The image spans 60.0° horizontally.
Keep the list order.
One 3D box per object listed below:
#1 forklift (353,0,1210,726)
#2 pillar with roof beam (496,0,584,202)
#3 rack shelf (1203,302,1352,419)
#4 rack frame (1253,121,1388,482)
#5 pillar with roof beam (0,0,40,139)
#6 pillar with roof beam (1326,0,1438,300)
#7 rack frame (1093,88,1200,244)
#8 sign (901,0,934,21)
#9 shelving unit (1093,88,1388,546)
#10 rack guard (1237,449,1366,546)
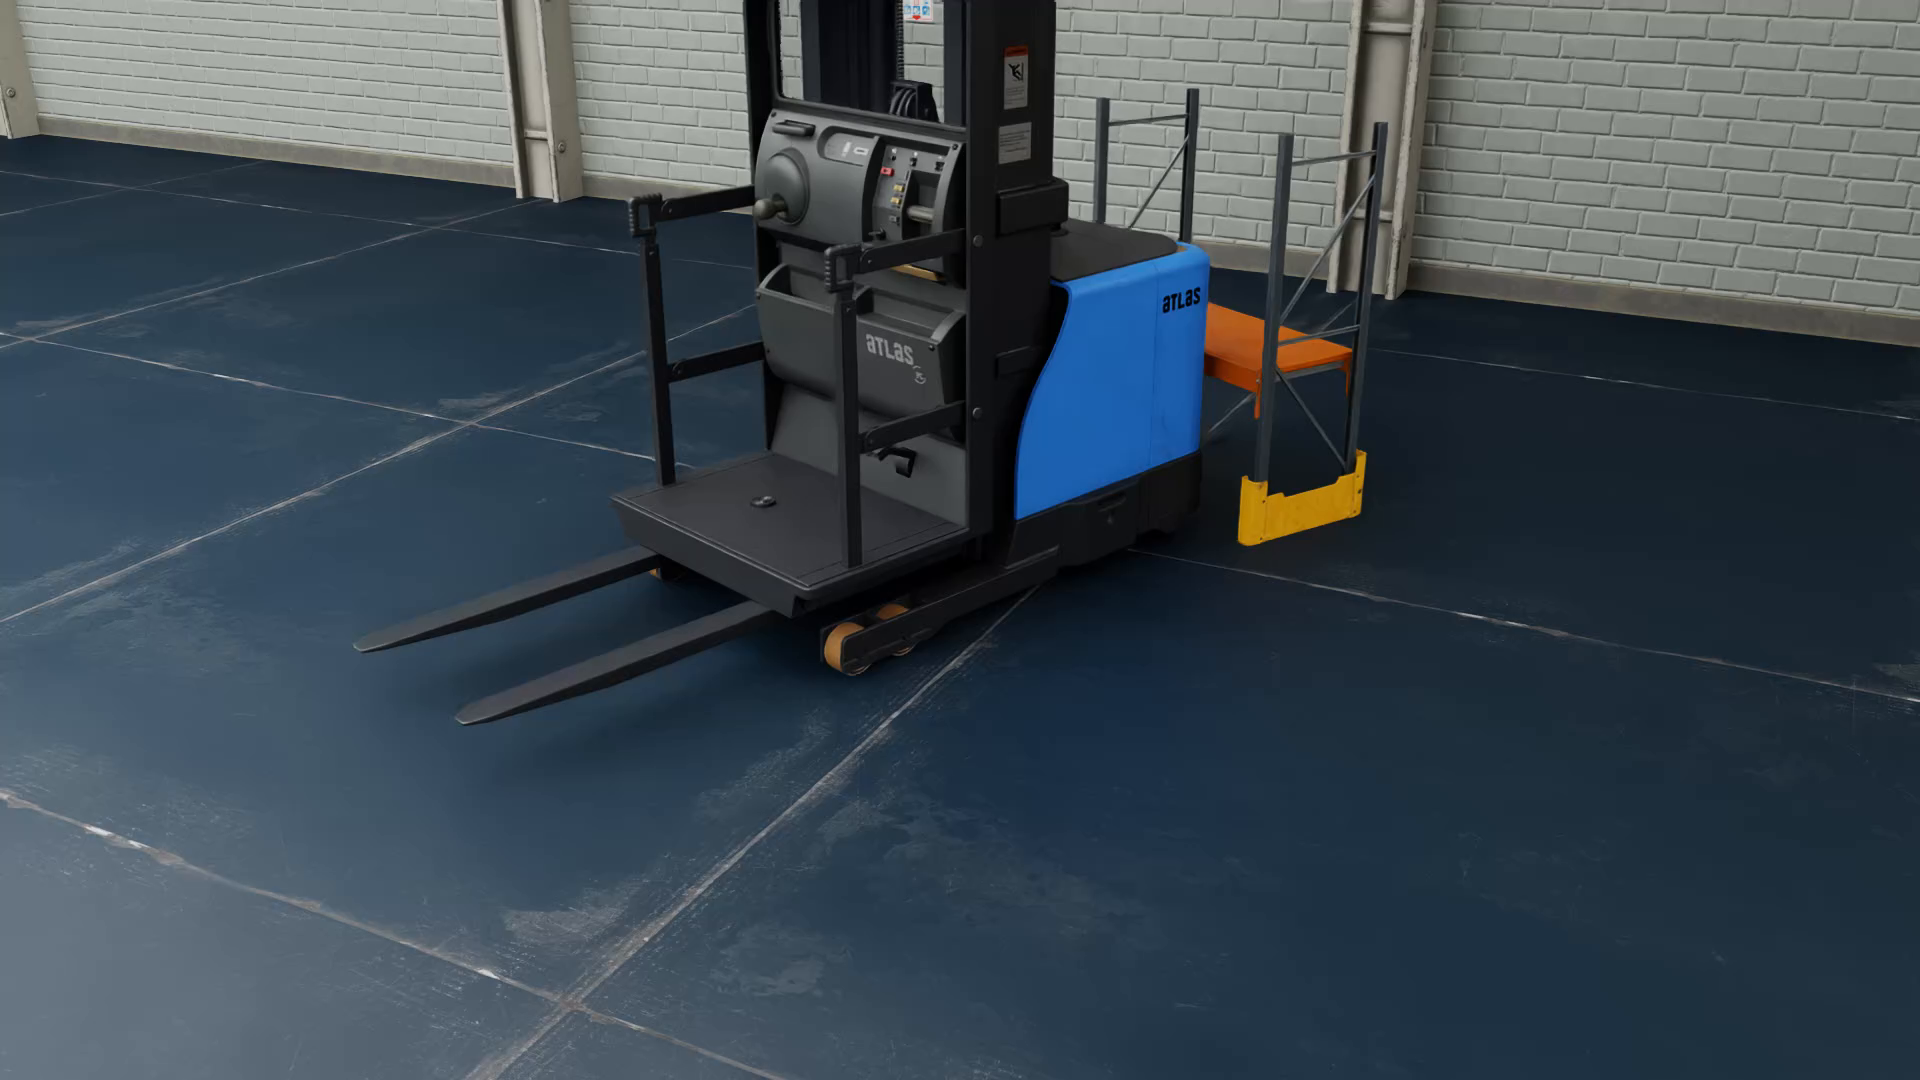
[{"bbox_3d":[-0.490,-1.149,5.207,3.031,2.935,1.130,-21,31,-40],"label":"forklift"},{"bbox_3d":[-4.932,-5.152,6.866,0.400,9.000,9.100,11,25,25],"label":"pillar with roof beam"},{"bbox_3d":[1.025,-0.743,6.541,0.538,0.185,1.000,-14,27,-30],"label":"rack shelf"},{"bbox_3d":[1.304,-0.742,6.079,0.500,1.500,0.032,-14,27,-30],"label":"rack frame"},{"bbox_3d":[-10.286,-6.211,9.357,0.400,9.000,9.100,11,25,25],"label":"pillar with roof beam"},{"bbox_3d":[0.423,-4.092,4.375,0.400,9.000,9.100,11,25,25],"label":"pillar with roof beam"},{"bbox_3d":[0.746,-1.075,6.861,0.500,1.500,0.032,-14,27,-30],"label":"rack frame"},{"bbox_3d":[-0.270,-3.435,10.449,0.234,0.329,0.001,11,25,25],"label":"sign"},{"bbox_3d":[1.030,-0.906,6.463,0.587,1.500,1.083,-14,27,-30],"label":"shelving unit"},{"bbox_3d":[1.303,-0.168,6.325,0.587,0.250,0.087,-14,27,-30],"label":"rack guard"}]
